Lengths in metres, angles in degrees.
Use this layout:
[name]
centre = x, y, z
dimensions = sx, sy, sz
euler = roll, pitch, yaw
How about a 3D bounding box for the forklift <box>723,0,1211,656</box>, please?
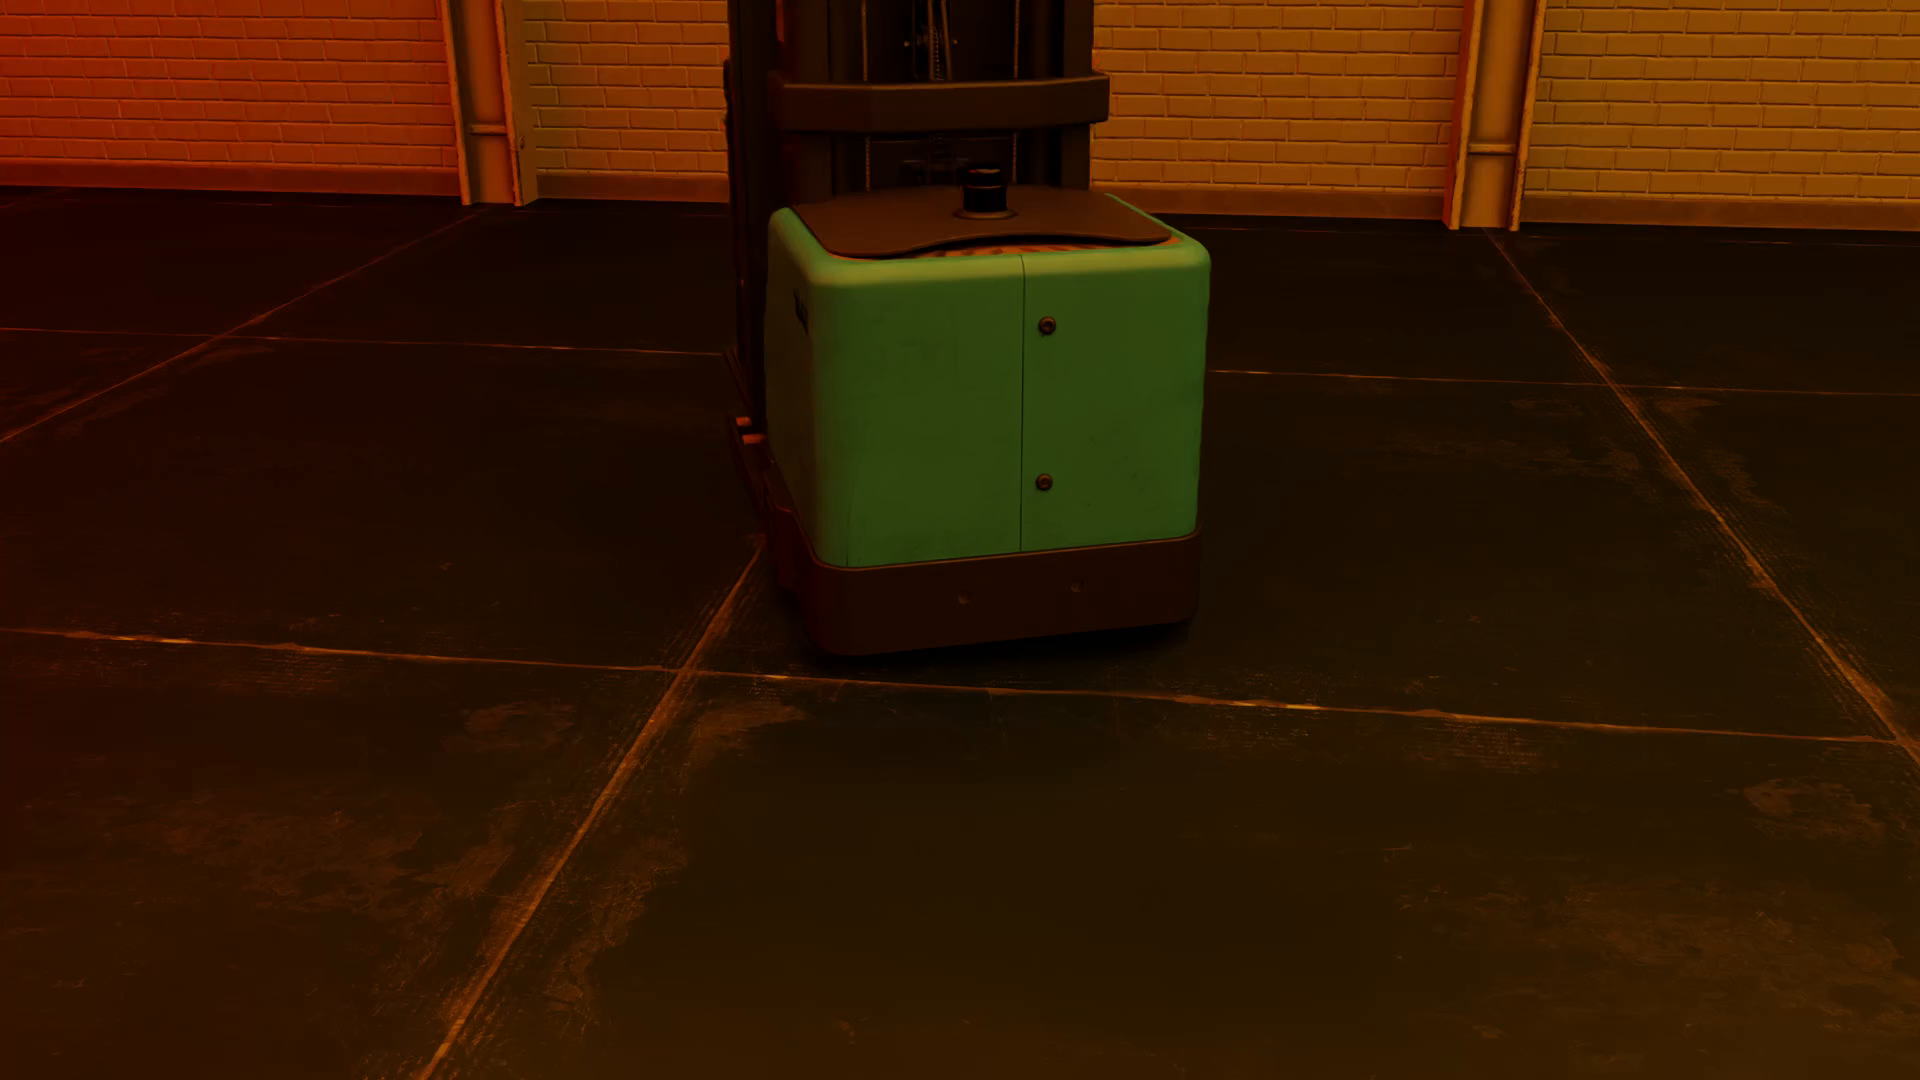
[forklift]
centre = -0.200, -1.583, 5.186
dimensions = 1.130, 2.935, 3.031
euler = -5, 23, -13
